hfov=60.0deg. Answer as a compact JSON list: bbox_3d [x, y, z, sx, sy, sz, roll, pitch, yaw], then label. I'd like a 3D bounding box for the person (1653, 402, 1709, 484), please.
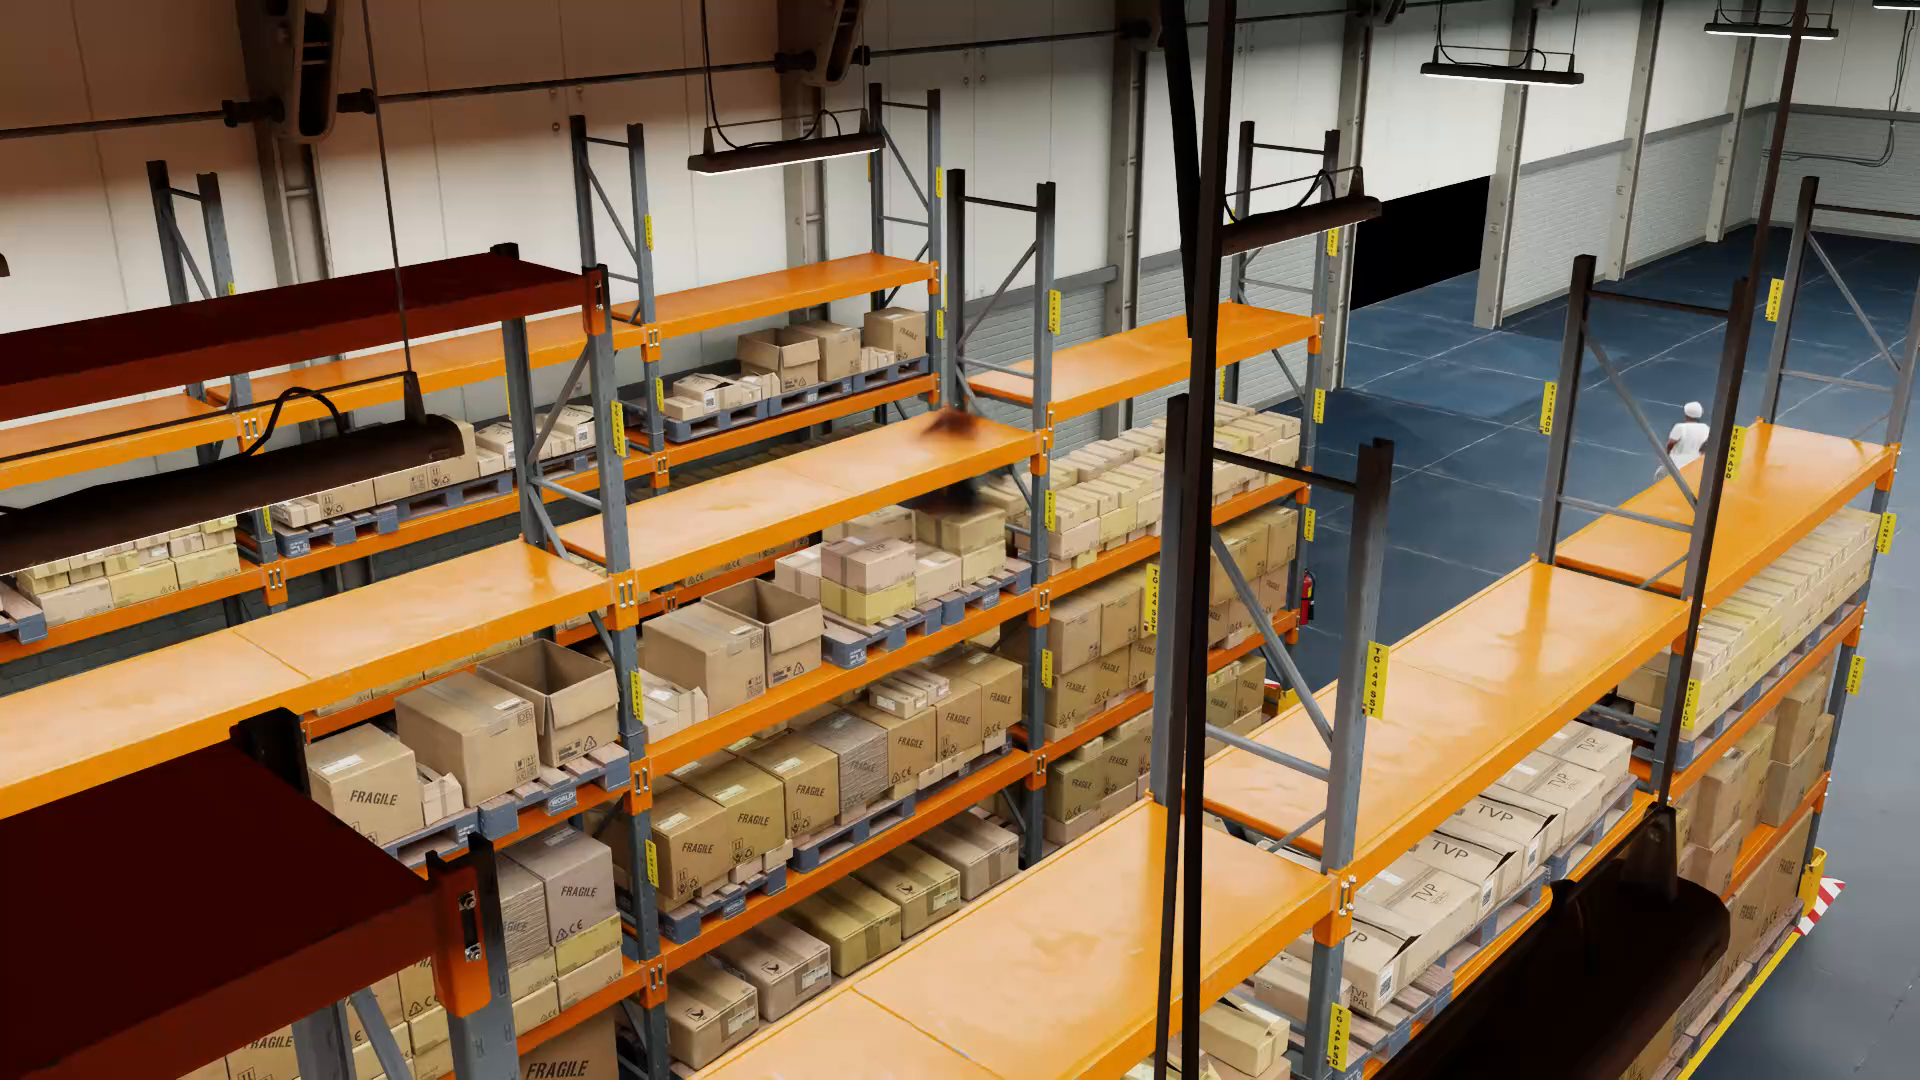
[{"bbox_3d":[9.586,-0.991,22.171,0.693,1.782,0.705,-1,21,-2],"label":"person"}]
